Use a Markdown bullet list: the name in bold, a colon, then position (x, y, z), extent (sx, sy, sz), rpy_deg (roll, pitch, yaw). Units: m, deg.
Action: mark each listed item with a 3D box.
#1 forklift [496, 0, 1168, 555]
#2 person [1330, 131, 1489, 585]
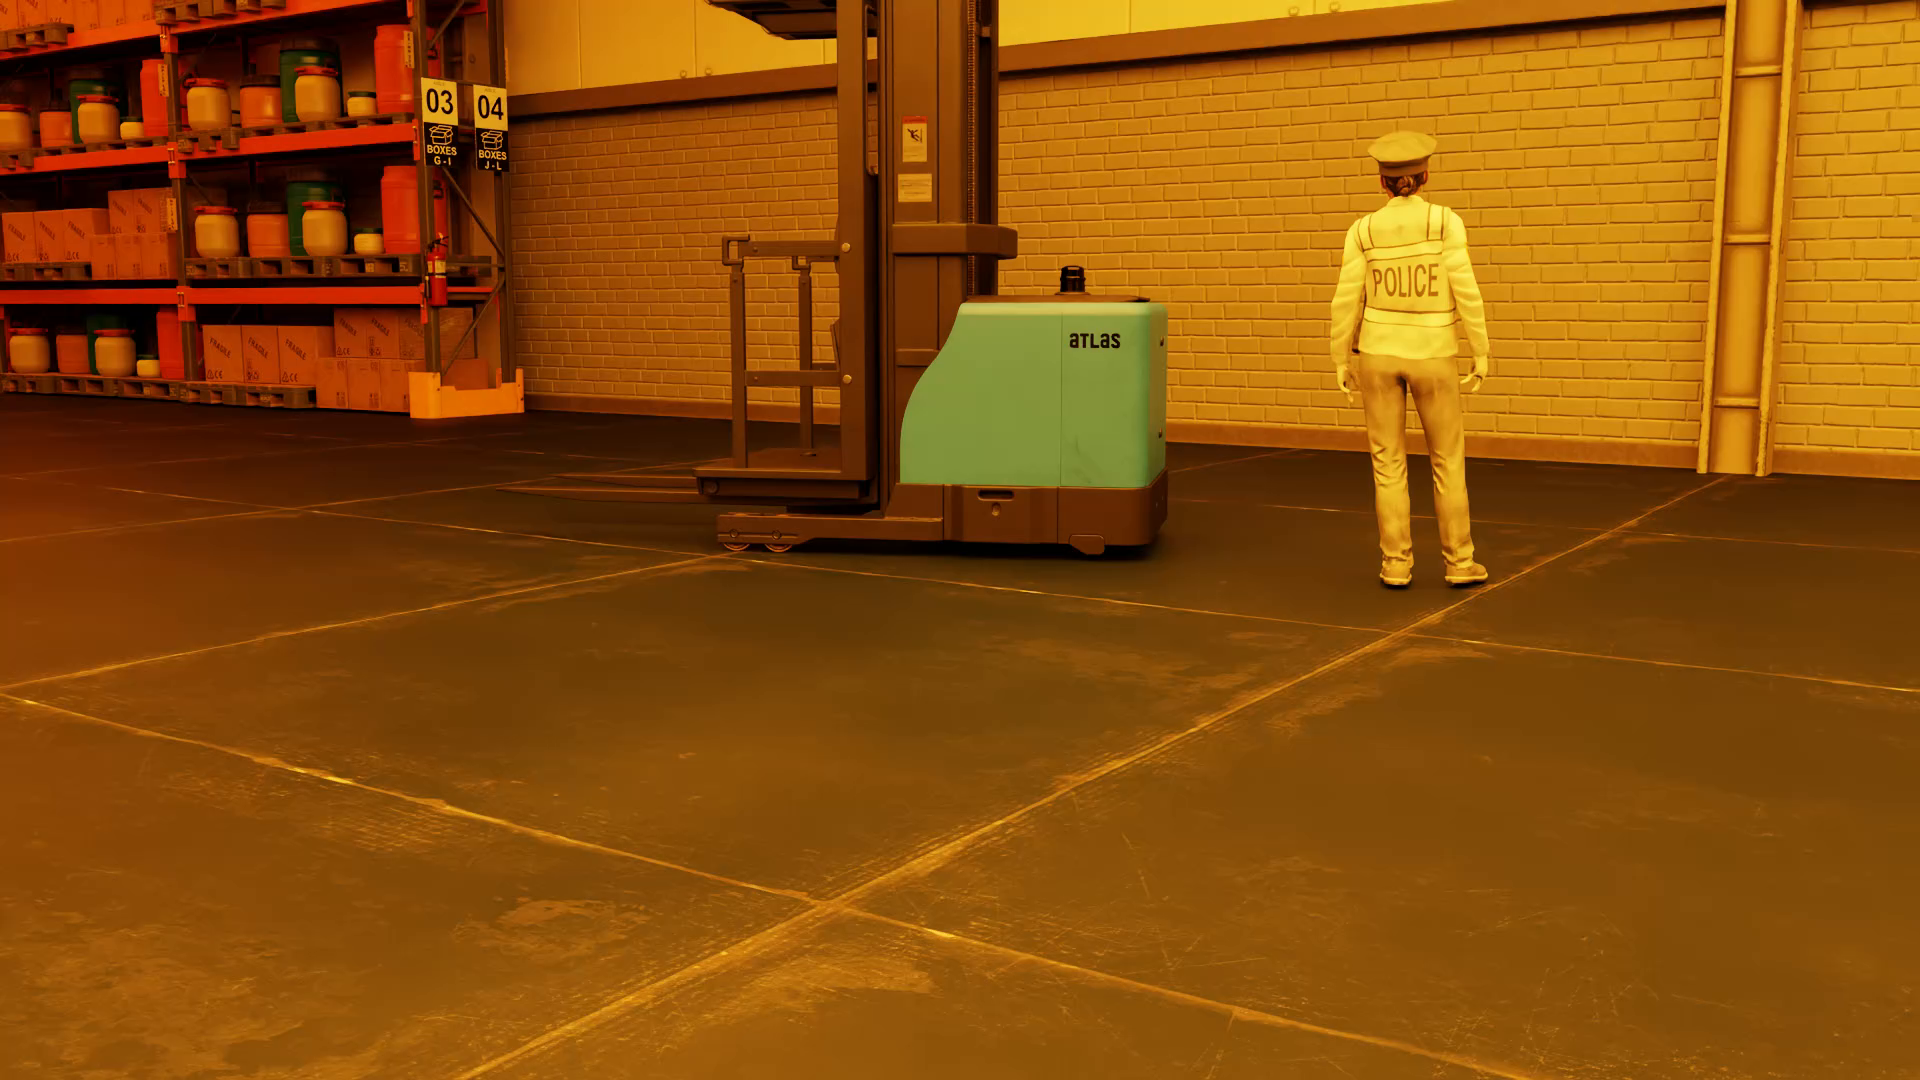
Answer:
- **forklift**: position (-0.596, -1.469, 7.520), extent (3.031, 2.935, 1.130), rpy_deg (2, 8, 12)
- **person**: position (1.700, -0.673, 6.268), extent (0.589, 1.694, 0.530), rpy_deg (3, 9, 23)
